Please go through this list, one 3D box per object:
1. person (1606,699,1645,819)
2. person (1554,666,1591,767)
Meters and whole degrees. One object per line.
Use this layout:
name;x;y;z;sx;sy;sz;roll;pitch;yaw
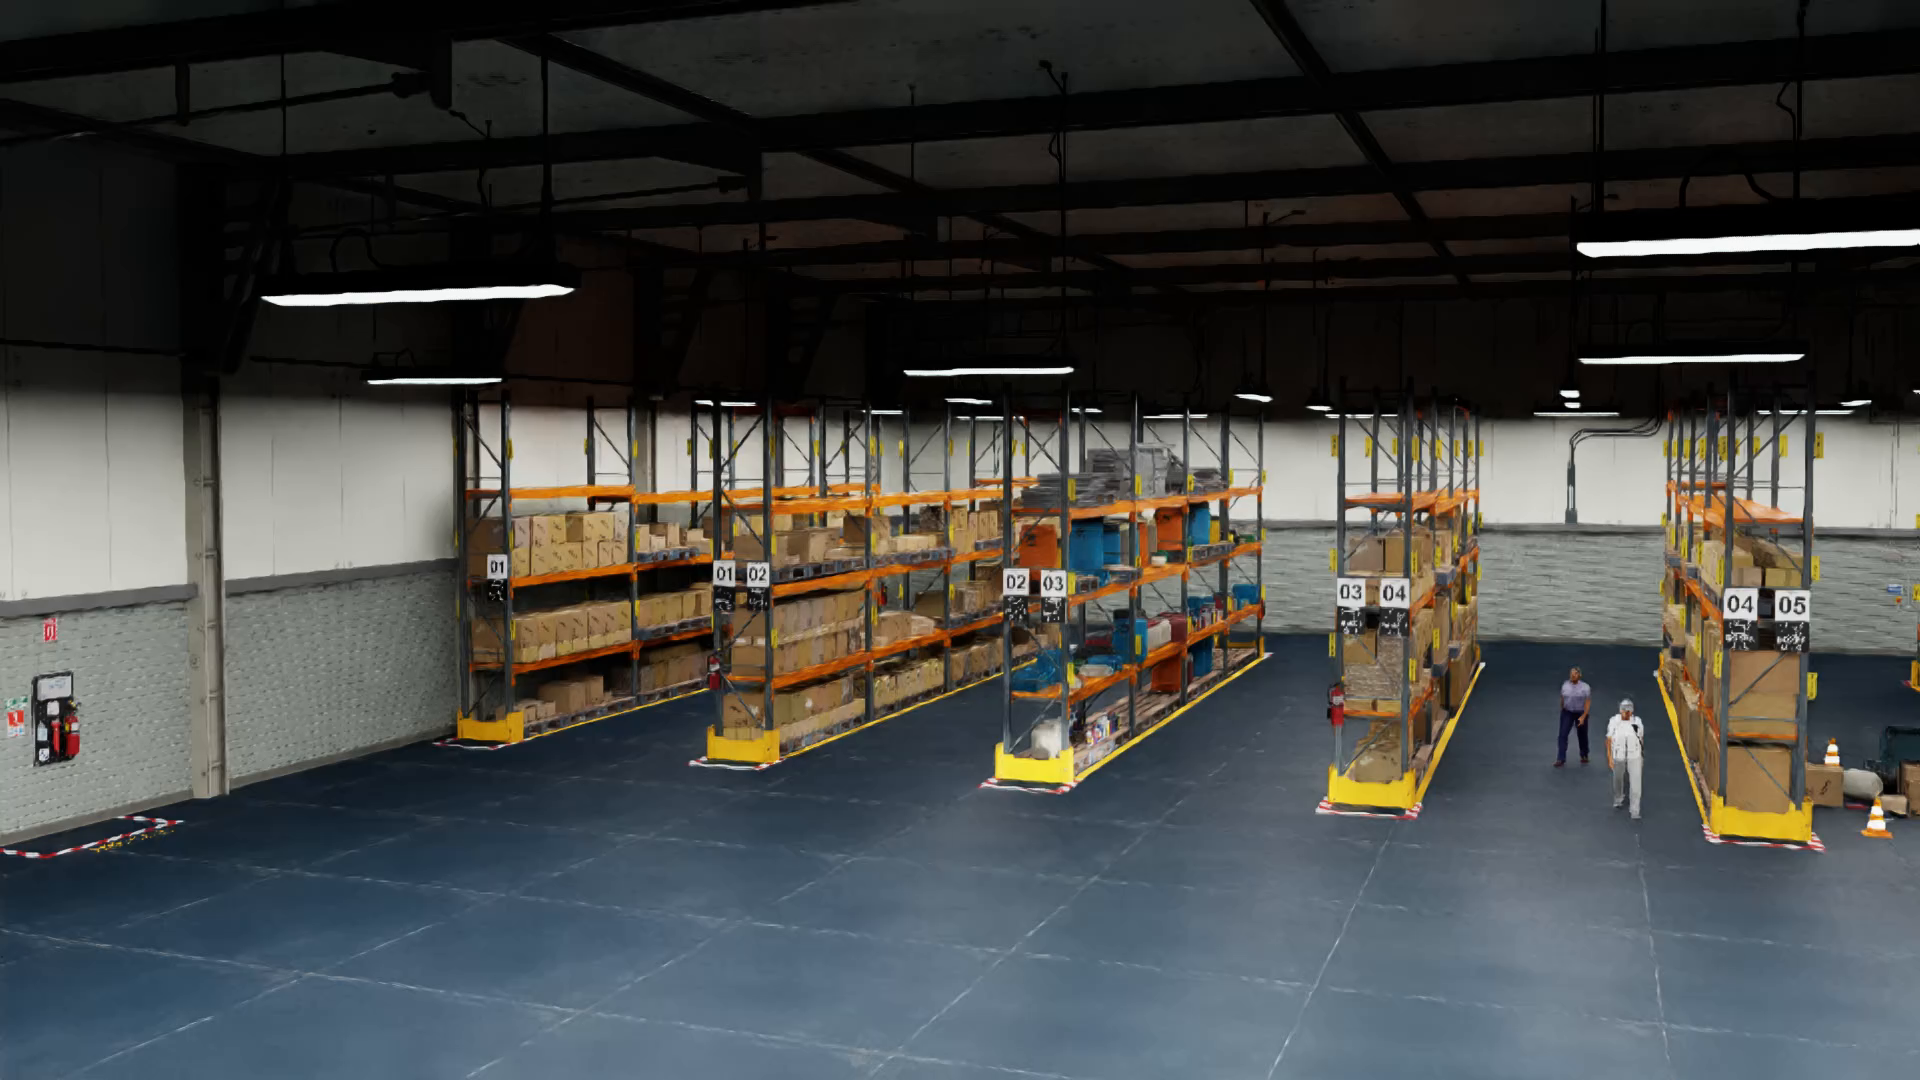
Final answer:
person;9.078;2.942;22.685;0.499;1.578;1.079;1;3;22
person;9.669;2.759;26.135;0.477;1.580;0.994;2;4;29
